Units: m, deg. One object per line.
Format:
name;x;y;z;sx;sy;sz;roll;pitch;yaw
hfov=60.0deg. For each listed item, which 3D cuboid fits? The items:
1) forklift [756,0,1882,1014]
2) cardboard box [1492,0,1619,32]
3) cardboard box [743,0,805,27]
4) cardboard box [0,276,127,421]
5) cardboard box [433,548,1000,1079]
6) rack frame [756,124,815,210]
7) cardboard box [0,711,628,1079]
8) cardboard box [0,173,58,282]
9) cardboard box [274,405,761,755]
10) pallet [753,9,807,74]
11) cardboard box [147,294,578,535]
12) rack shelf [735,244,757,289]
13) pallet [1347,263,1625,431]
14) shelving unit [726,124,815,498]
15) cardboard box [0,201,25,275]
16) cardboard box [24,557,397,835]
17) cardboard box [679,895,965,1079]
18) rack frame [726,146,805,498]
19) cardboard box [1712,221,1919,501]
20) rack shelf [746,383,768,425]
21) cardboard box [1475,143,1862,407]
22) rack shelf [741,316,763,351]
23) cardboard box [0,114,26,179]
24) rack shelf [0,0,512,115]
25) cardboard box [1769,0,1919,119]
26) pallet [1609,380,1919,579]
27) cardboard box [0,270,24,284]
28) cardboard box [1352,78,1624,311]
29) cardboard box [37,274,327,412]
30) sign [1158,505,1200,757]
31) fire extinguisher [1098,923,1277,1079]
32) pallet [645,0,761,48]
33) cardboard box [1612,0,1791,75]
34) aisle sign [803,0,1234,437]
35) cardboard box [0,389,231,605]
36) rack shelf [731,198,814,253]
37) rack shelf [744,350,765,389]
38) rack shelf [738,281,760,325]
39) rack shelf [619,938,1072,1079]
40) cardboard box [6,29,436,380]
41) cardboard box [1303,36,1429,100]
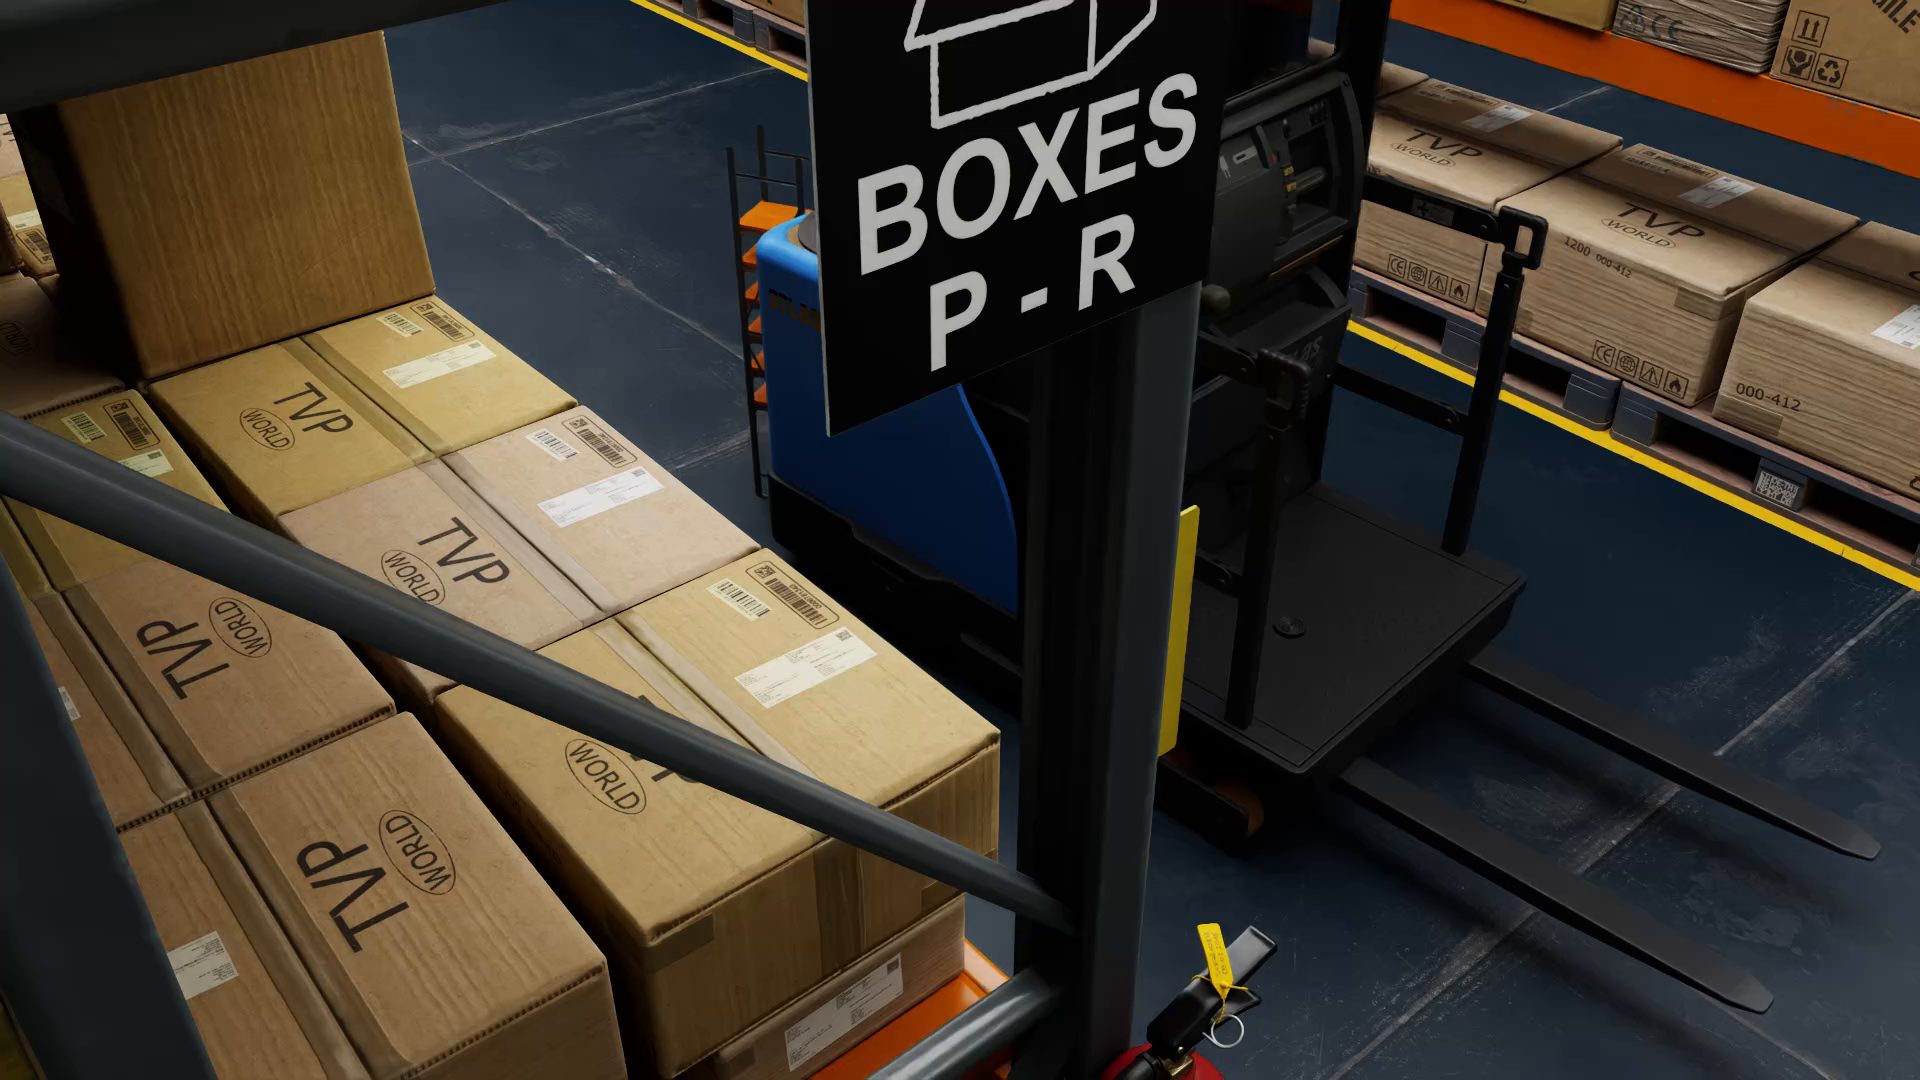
forklift;0.824;-0.773;3.806;3.031;2.935;1.130;29;45;35
cardboard box;2.069;-2.010;5.407;0.500;0.500;0.500;-25;42;-30
cardboard box;-0.631;-3.287;8.770;0.875;0.875;0.875;-25;43;-31
cardboard box;-1.697;-0.172;2.770;0.500;0.250;0.500;-26;43;-32
cardboard box;-0.299;0.310;2.089;0.500;0.250;0.500;-26;43;-32
rack frame;-0.489;-0.711;5.215;0.240;1.200;0.006;13;37;18
cardboard box;-0.712;0.507;1.811;0.500;0.250;0.500;-25;42;-31
cardboard box;-1.632;-0.580;3.346;0.500;0.250;0.500;-26;43;-32
cardboard box;-0.625;0.088;2.403;0.500;0.250;0.500;-26;43;-31
pallet;-0.351;-2.661;8.825;1.003;0.211;1.213;-26;43;-32
cardboard box;-0.954;-0.135;2.717;0.500;0.250;0.500;-27;43;-33
rack shelf;-0.523;-0.821;5.033;0.258;0.103;0.180;13;37;18
pallet;2.218;-0.906;6.346;1.003;0.211;1.213;-26;43;-32
shelving unit;-0.523;-0.662;5.146;0.258;1.200;0.189;13;37;18
cardboard box;-2.036;-0.704;2.872;0.500;0.500;0.500;-27;44;-33
cardboard box;-1.044;0.279;2.133;0.500;0.250;0.500;-26;43;-32
cardboard box;-0.215;0.526;2.129;0.380;0.149;0.250;-26;43;-32
rack frame;-0.558;-0.613;5.077;0.240;1.200;0.006;13;37;18
cardboard box;3.075;-0.561;5.301;0.875;0.438;0.875;-28;44;-33
rack shelf;-0.523;-0.429;5.310;0.258;0.103;0.180;13;37;18
cardboard box;2.478;-0.962;5.867;0.875;0.438;0.875;-25;42;-31
rack shelf;-0.523;-0.625;5.172;0.258;0.103;0.180;13;37;18
cardboard box;-1.944;-0.805;3.664;0.500;0.250;0.500;-26;43;-32
rack shelf;-1.503;-1.142;2.294;1.077;0.370;4.000;-26;43;-32
cardboard box;2.751;-1.564;4.776;0.500;0.500;0.500;-27;43;-33
pallet;3.001;-0.367;5.586;1.003;0.211;1.213;-26;43;-32
cardboard box;-2.020;-0.388;3.075;0.500;0.250;0.500;-25;42;-31
cardboard box;1.897;-1.361;6.430;0.875;0.438;0.875;-27;44;-33
cardboard box;-1.301;-0.352;3.025;0.500;0.250;0.500;-27;43;-33
sign;0.202;0.116;1.742;0.100;0.325;0.005;-26;43;-32
fire extinguisher;0.236;0.748;1.988;0.296;0.674;0.183;-26;43;-32
pallet;-1.134;-3.199;9.585;1.003;0.211;1.213;-26;43;-32
cardboard box;2.412;-1.787;5.092;0.500;0.500;0.500;-25;42;-31
aisle sign;0.056;-0.469;1.067;0.394;0.787;0.004;-26;43;-32
cardboard box;-1.360;0.059;2.444;0.500;0.250;0.500;-25;42;-30
rack shelf;-0.523;-0.919;4.964;0.258;0.103;0.180;13;37;18
rack shelf;-0.523;-0.527;5.241;0.258;0.103;0.180;13;37;18
rack shelf;-0.523;-0.723;5.102;0.258;0.103;0.180;13;37;18
rack shelf;-1.503;0.082;3.161;1.077;0.370;4.000;-26;43;-32
cardboard box;-1.268;-0.658;2.807;0.500;0.500;0.500;-25;42;-31
cardboard box;1.319;-1.756;6.988;0.875;0.438;0.875;-27;43;-32
